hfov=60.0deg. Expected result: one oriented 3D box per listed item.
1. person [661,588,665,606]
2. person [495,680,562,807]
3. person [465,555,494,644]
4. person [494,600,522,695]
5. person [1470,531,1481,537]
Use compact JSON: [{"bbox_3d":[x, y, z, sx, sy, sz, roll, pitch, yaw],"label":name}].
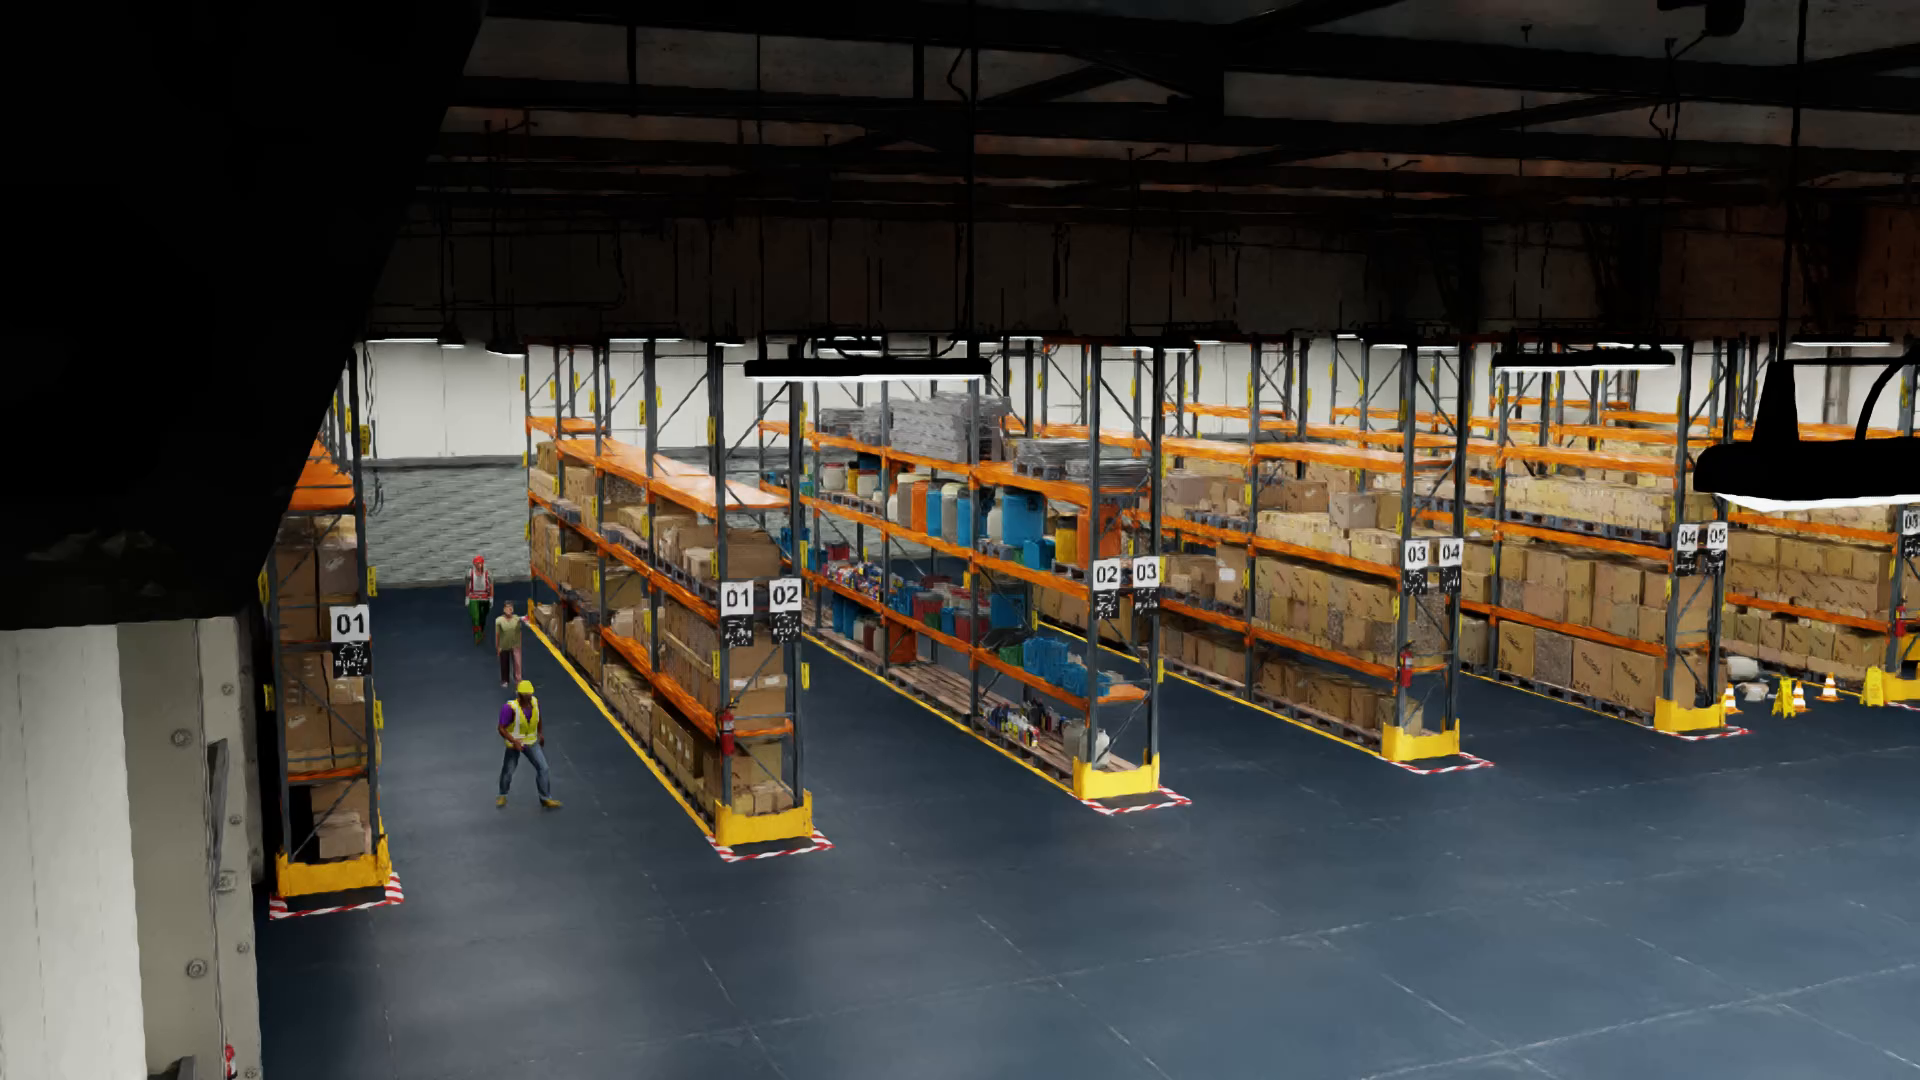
[{"bbox_3d":[-6.445,0.817,35.192,0.560,1.659,0.607,-1,8,-10],"label":"person"},{"bbox_3d":[-5.677,2.628,21.554,0.710,1.704,0.835,-6,10,-38],"label":"person"},{"bbox_3d":[-9.405,1.139,32.605,0.550,1.709,1.128,-3,8,-24],"label":"person"},{"bbox_3d":[-7.633,1.787,28.119,0.448,1.572,1.109,-3,8,-20],"label":"person"},{"bbox_3d":[11.006,0.691,35.674,0.577,1.785,0.655,1,8,8],"label":"person"}]
